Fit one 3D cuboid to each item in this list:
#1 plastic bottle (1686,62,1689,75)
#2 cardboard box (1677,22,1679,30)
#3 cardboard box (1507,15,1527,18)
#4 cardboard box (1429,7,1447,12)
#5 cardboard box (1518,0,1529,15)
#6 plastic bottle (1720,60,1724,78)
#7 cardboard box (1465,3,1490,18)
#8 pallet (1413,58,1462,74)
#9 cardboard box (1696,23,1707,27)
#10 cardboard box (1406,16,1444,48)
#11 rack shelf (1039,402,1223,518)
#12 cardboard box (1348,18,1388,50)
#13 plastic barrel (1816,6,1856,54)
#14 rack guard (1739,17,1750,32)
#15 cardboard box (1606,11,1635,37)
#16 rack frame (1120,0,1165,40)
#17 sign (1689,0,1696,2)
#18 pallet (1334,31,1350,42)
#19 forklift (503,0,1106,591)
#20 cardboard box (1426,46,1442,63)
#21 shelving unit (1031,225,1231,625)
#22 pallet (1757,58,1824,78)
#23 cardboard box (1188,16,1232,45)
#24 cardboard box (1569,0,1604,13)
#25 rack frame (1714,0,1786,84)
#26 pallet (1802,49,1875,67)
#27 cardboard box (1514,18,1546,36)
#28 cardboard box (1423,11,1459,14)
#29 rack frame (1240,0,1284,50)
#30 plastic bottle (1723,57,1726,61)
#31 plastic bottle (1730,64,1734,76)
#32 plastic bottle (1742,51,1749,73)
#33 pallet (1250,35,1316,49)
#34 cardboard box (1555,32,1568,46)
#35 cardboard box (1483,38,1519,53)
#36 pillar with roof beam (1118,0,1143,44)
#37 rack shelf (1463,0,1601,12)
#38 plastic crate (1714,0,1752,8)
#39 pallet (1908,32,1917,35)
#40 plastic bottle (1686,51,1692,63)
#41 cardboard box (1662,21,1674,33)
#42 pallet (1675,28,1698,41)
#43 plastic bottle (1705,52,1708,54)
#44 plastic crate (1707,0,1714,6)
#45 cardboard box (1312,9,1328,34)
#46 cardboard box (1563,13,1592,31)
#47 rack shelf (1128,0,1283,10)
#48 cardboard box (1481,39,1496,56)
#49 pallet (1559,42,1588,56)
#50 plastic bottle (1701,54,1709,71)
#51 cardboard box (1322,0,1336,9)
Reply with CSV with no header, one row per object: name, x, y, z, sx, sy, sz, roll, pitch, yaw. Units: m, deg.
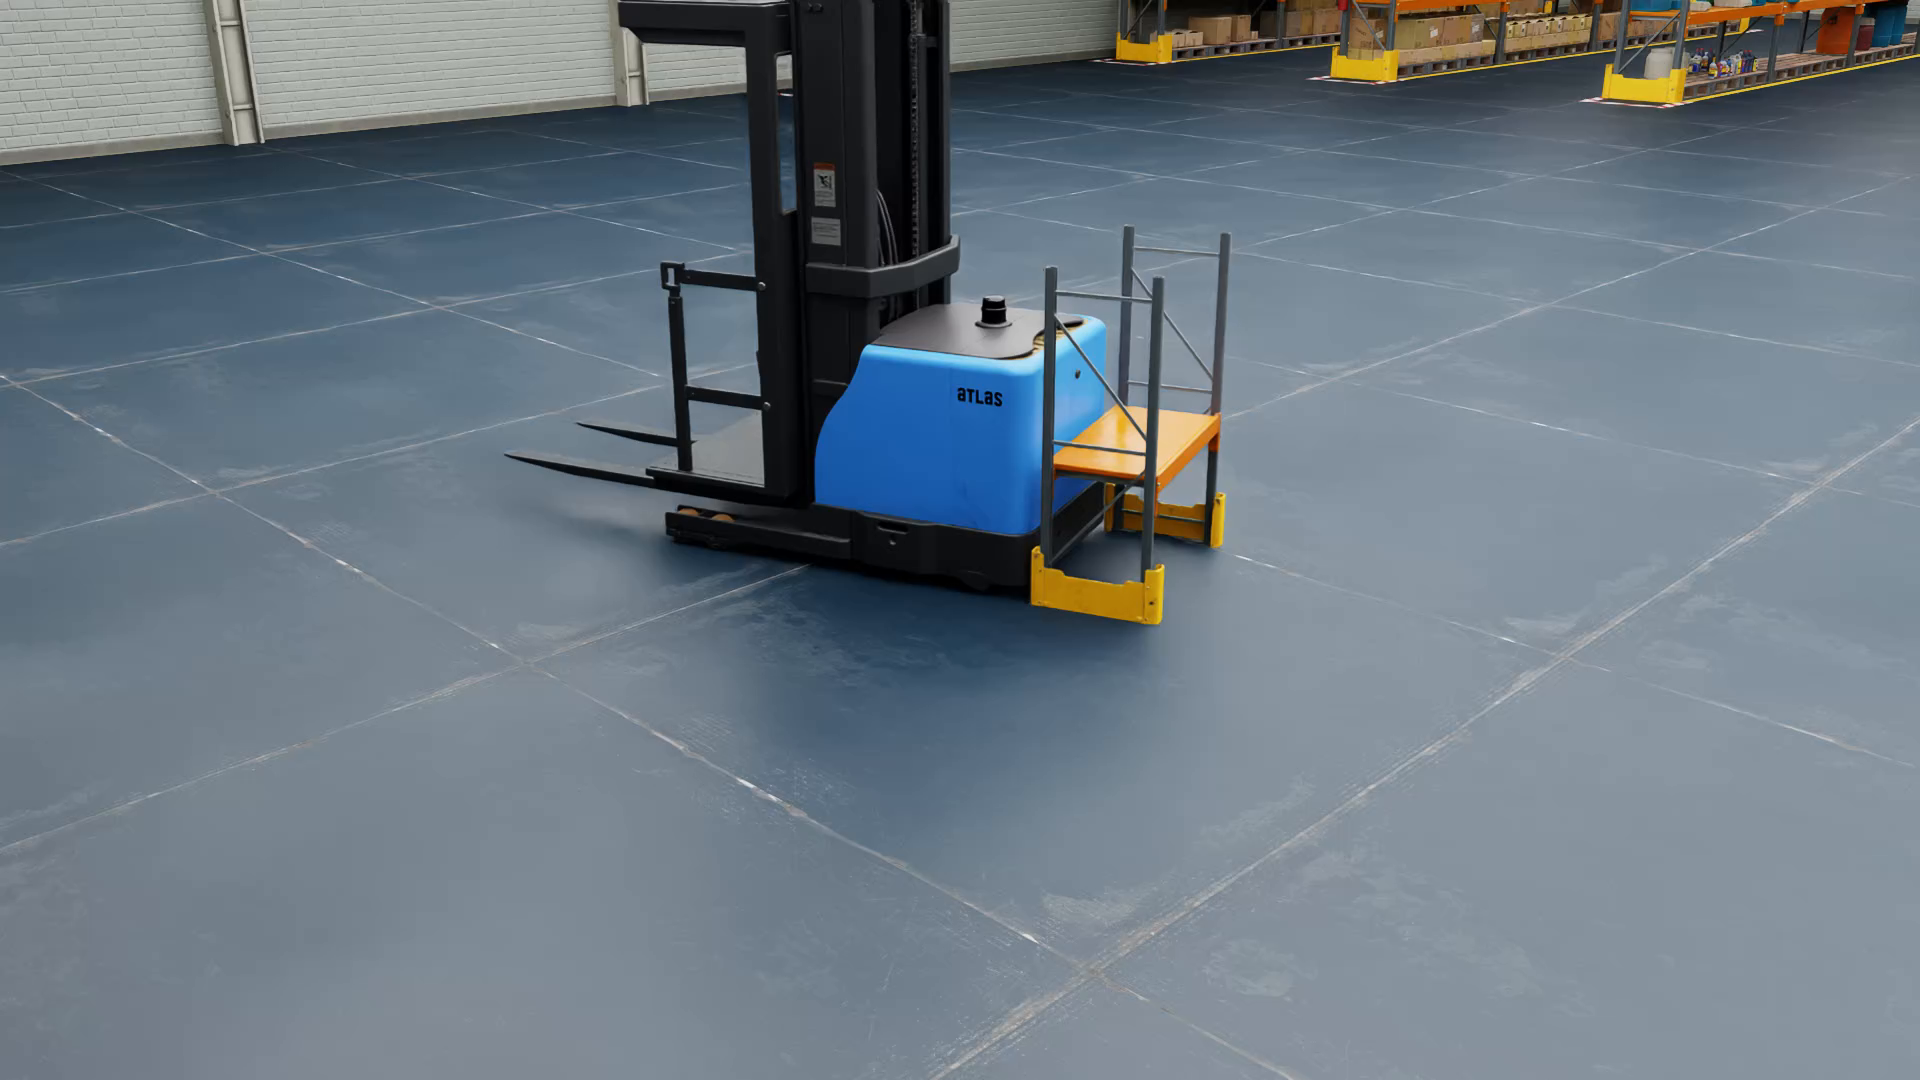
plastic bottle,11.977,-7.790,27.449,0.097,0.201,0.097,0,21,0
cardboard box,15.888,-11.571,37.134,0.500,0.311,0.500,19,28,41
cardboard box,10.998,-10.252,33.033,0.500,0.311,0.500,19,28,40
cardboard box,10.910,-12.570,39.008,0.750,0.750,0.750,-19,28,-40
cardboard box,13.914,-13.530,41.994,0.700,0.500,0.500,19,28,40
plastic bottle,12.343,-7.650,26.987,0.097,0.271,0.097,0,21,0
cardboard box,12.484,-13.002,40.620,0.700,0.500,0.500,20,29,41
pallet,8.424,-8.700,30.416,1.003,0.211,1.213,19,28,41
cardboard box,16.748,-12.092,38.219,0.797,0.503,0.637,19,28,41
cardboard box,8.290,-9.088,29.741,0.500,0.500,0.500,19,28,41
rack shelf,0.786,-0.380,7.475,0.538,0.185,1.000,9,23,22
cardboard box,7.230,-8.958,29.401,0.500,0.500,0.500,19,28,41
plastic barrel,16.526,-9.612,31.340,0.600,0.830,0.708,19,28,41
rack guard,18.178,-12.409,39.663,1.175,0.500,0.348,19,28,41
cardboard box,13.887,-10.887,35.089,0.500,0.500,0.500,19,28,40
rack frame,3.517,-10.722,31.788,1.000,3.000,0.127,19,28,41
sign,11.007,-8.232,24.926,0.100,0.325,0.005,19,28,41
pallet,8.552,-11.276,37.117,1.003,0.211,1.213,19,28,41
forklift,-0.858,-1.483,7.849,3.031,2.935,1.130,10,23,23
cardboard box,8.298,-8.735,29.868,0.500,0.250,0.500,19,28,41
shelving unit,0.790,-0.551,7.418,0.587,1.500,1.083,9,23,22
pallet,14.777,-8.495,29.883,1.003,0.211,1.213,19,28,41
cardboard box,5.010,-10.238,33.401,0.700,0.500,0.500,17,27,37
cardboard box,13.171,-11.242,34.969,0.500,0.250,0.500,-19,28,-40
rack frame,13.406,-9.270,28.012,1.000,3.000,0.127,19,28,41
pallet,16.717,-9.210,31.742,1.003,0.211,1.213,19,28,41
cardboard box,11.040,-9.990,32.350,0.500,0.311,0.500,18,27,39
cardboard box,8.969,-9.602,31.078,0.500,0.500,0.500,19,28,41
rack frame,6.308,-11.750,34.463,1.000,3.000,0.127,19,28,41
plastic bottle,12.611,-7.823,27.421,0.061,0.283,0.133,19,28,41
plastic bottle,12.625,-7.721,27.270,0.097,0.201,0.097,0,21,0
plastic bottle,13.029,-7.952,27.662,0.144,0.351,0.185,18,27,38
pallet,6.850,-10.649,35.485,1.003,0.211,1.213,19,28,41
cardboard box,11.748,-9.994,33.141,0.500,0.250,0.500,-19,28,-41
cardboard box,10.319,-9.465,31.767,0.500,0.250,0.500,18,28,39
pillar with roof beam,6.470,-12.841,28.940,9.100,9.000,0.400,19,28,41
rack shelf,11.255,-10.689,32.707,1.077,0.370,4.000,19,28,41
plastic crate,12.455,-8.666,26.809,0.530,0.136,0.437,19,28,41
pallet,21.174,-10.851,36.012,1.003,0.211,1.213,19,28,41
plastic bottle,12.117,-7.978,27.728,0.144,0.351,0.185,19,28,40
cardboard box,15.302,-11.407,36.443,0.500,0.500,0.500,19,28,40
pallet,15.920,-11.442,37.549,1.003,0.211,1.213,19,28,41
plastic bottle,12.664,-8.142,28.260,0.135,0.276,0.152,-19,28,-40
plastic crate,12.257,-8.893,27.326,0.450,0.188,0.662,19,28,41
cardboard box,7.519,-11.248,36.029,0.700,0.500,0.500,20,28,41
cardboard box,12.461,-10.517,33.722,0.500,0.311,0.500,-19,28,-41
rack shelf,4.913,-10.900,33.255,1.077,0.370,4.000,19,28,41
cardboard box,9.693,-9.250,31.206,0.500,0.250,0.500,19,28,41
pallet,12.048,-10.036,33.890,1.003,0.211,1.213,19,28,41
plastic bottle,12.531,-8.031,27.978,0.097,0.271,0.097,0,21,0
cardboard box,7.836,-11.704,36.170,0.500,0.250,0.500,19,28,40
